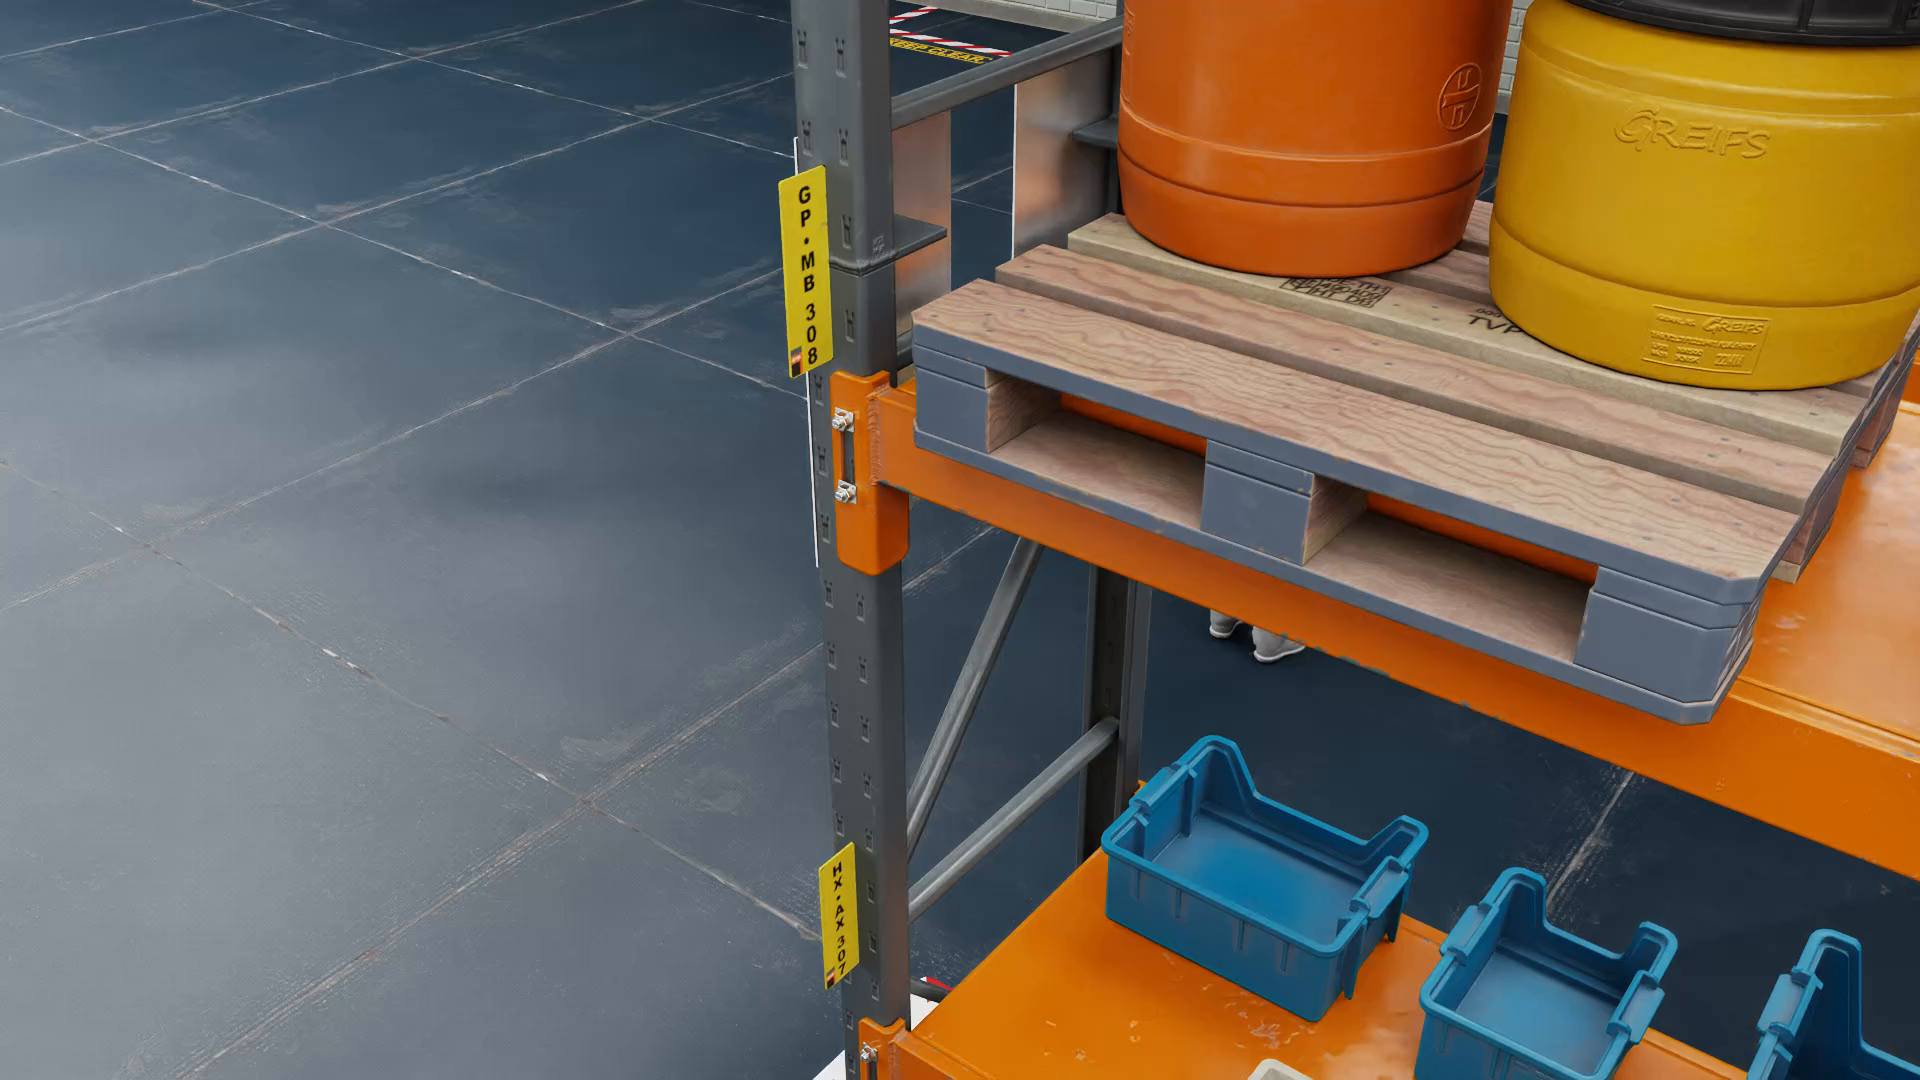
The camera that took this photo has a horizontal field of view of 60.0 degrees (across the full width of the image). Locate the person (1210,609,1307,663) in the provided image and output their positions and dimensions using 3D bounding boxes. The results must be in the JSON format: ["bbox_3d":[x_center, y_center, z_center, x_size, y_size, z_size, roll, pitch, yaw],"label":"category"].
[{"bbox_3d":[1.197,-0.298,6.628,0.525,1.658,0.425,19,36,28],"label":"person"}]
